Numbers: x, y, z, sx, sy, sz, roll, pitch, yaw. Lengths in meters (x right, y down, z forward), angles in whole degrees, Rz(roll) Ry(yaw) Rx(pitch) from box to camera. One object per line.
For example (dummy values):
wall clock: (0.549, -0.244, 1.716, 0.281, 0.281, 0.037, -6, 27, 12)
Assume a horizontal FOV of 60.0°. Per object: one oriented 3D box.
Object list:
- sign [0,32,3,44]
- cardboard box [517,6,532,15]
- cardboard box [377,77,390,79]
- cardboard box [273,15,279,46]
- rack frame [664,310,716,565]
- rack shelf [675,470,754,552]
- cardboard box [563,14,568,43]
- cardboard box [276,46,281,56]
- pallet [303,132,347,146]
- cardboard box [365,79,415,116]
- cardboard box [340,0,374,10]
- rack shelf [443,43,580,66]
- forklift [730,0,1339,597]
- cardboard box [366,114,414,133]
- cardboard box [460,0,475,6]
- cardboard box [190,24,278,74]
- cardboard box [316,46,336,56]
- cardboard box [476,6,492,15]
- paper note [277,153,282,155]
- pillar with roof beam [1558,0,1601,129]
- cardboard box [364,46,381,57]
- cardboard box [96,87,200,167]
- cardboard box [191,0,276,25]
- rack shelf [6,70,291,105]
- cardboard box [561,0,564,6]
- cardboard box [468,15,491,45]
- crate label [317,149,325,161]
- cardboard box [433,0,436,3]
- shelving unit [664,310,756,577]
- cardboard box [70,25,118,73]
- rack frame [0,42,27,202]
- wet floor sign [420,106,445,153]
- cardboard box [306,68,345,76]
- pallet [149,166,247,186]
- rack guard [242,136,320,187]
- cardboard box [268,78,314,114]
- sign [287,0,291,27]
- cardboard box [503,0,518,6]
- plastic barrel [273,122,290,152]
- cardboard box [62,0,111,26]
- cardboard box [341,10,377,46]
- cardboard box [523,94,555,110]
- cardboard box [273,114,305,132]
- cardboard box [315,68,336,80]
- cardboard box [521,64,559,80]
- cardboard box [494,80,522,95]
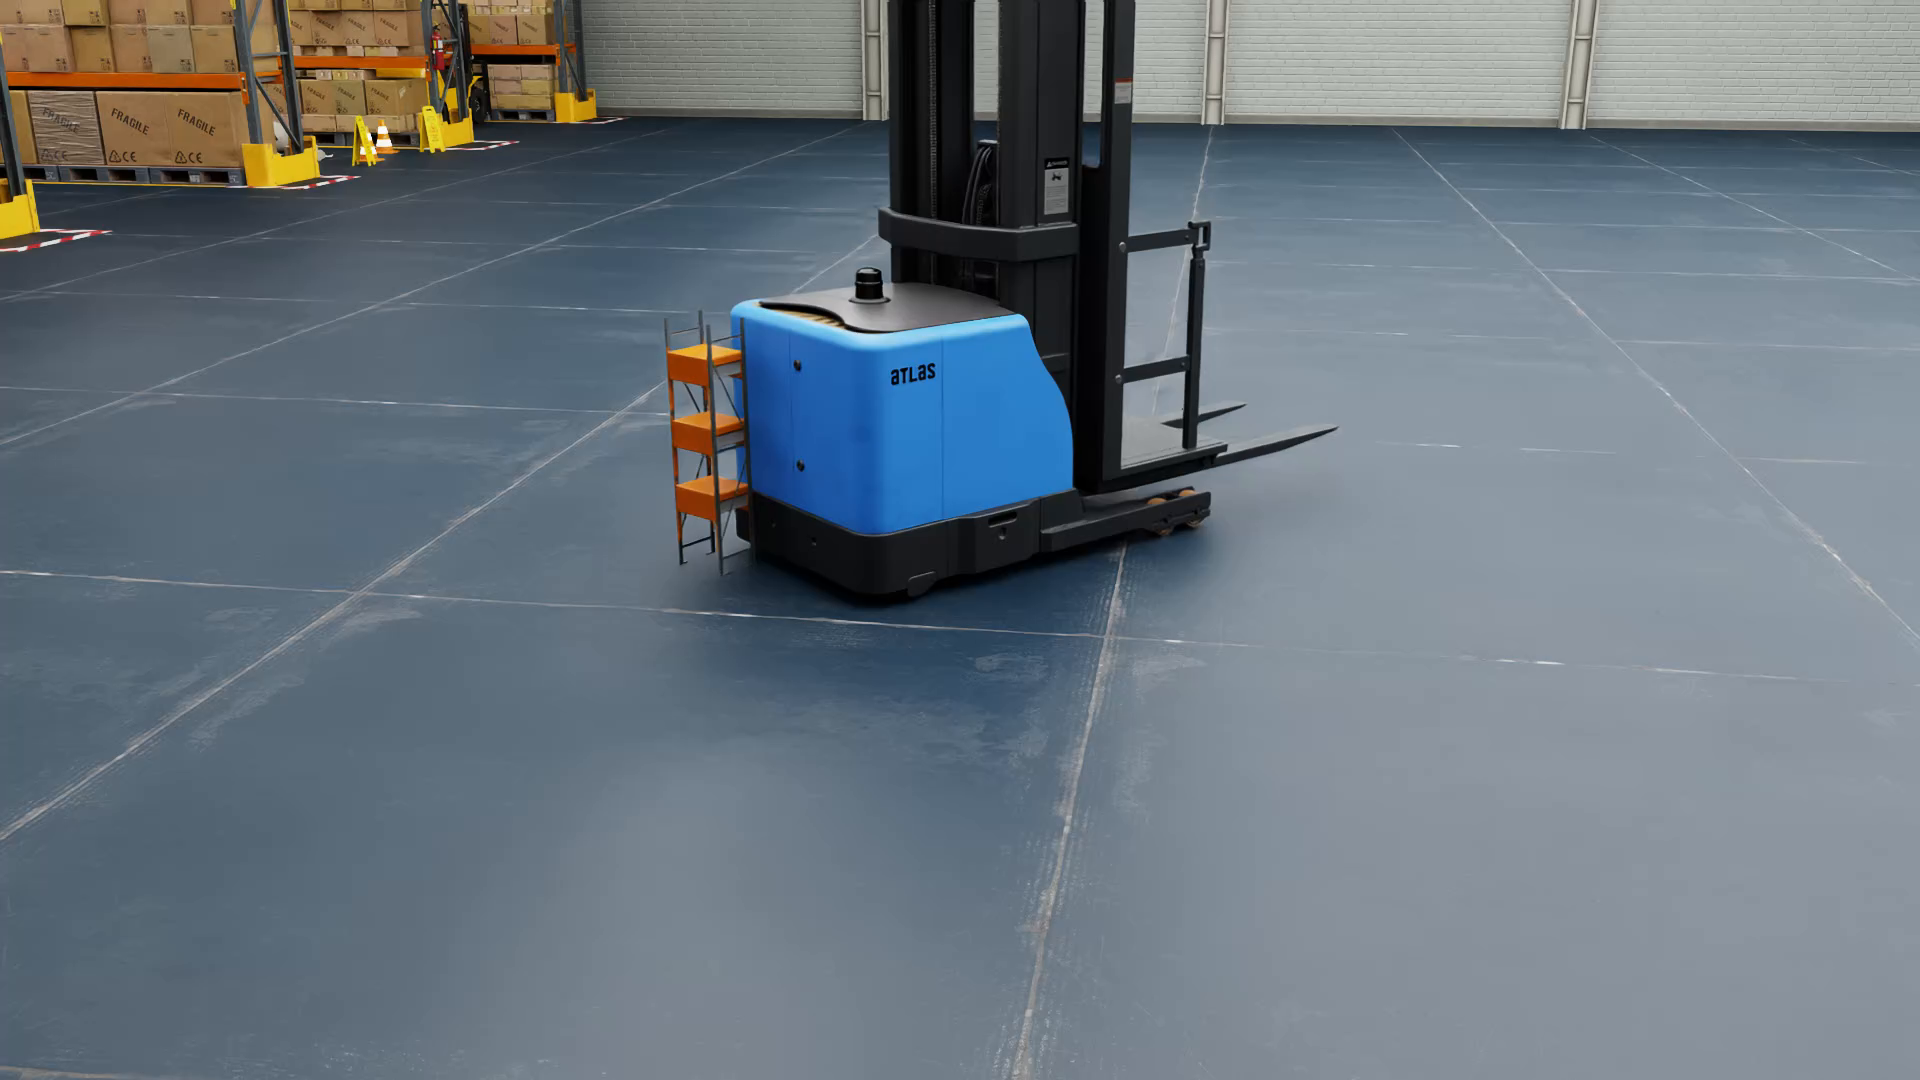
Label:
sign: (-9.169, -4.884, 15.809, 0.005, 0.325, 0.100, 3, 19, 9)
cardboard box: (-7.543, -9.252, 29.047, 0.250, 0.149, 0.380, 3, 19, 10)
cardboard box: (-8.976, -6.812, 25.426, 0.500, 0.500, 0.500, 2, 19, 7)
cardboard box: (-10.249, -7.641, 24.787, 0.500, 0.500, 0.500, 3, 19, 8)
rack frame: (-1.117, -0.419, 6.899, 0.008, 1.050, 0.200, 14, 24, 37)
rack shelf: (-1.021, -0.122, 6.919, 0.240, 0.259, 0.215, 14, 24, 37)
cardboard box: (-7.345, -9.123, 29.684, 0.500, 0.500, 0.500, 4, 19, 10)
cardboard box: (-10.111, -7.307, 24.810, 0.250, 0.149, 0.380, 3, 19, 9)
pallet: (-9.756, -6.204, 25.512, 1.213, 0.211, 1.003, 3, 19, 9)
cardboard box: (-8.516, -6.618, 24.844, 0.500, 0.500, 0.500, 3, 19, 9)
cardboard box: (-8.721, -8.056, 24.451, 0.500, 0.500, 0.700, 3, 19, 9)
rack shelf: (-8.874, -8.723, 29.780, 4.000, 0.370, 1.077, 3, 19, 9)
forklift: (0.503, -1.527, 7.247, 3.031, 2.935, 1.130, -14, 23, -37)
cardboard box: (-8.548, -6.261, 24.960, 0.500, 0.250, 0.500, 3, 19, 8)
cardboard box: (-8.563, -9.445, 29.154, 0.250, 0.149, 0.380, 3, 19, 10)
cardboard box: (-8.742, -5.928, 20.057, 0.550, 0.550, 0.875, 3, 19, 9)
cardboard box: (-9.360, -7.283, 24.740, 0.250, 0.149, 0.380, 3, 19, 8)
cardboard box: (-8.304, -9.299, 29.187, 0.250, 0.149, 0.380, 2, 19, 7)
paper note: (-9.747, -5.509, 23.737, 0.142, 0.019, 0.148, 10, 21, 27)
pillar with roof beam: (9.645, -9.871, 22.624, 0.400, 9.000, 9.100, 3, 19, 9)
cardboard box: (-8.604, -7.239, 24.606, 0.250, 0.149, 0.380, 3, 19, 8)
cardboard box: (-9.918, -5.101, 20.508, 0.875, 0.875, 0.875, 3, 19, 8)
cardboard box: (-8.729, -6.467, 19.964, 0.550, 0.550, 0.875, 3, 19, 9)
rack shelf: (-10.343, -5.612, 20.482, 4.000, 0.370, 1.077, 3, 19, 9)
cardboard box: (-7.197, -9.544, 29.450, 0.250, 0.149, 0.380, 3, 19, 8)
cardboard box: (-8.444, -9.008, 29.341, 0.500, 0.500, 0.500, 3, 19, 8)
crate label: (-8.939, -5.324, 22.998, 0.298, 0.136, 0.250, -7, 20, -20)
cardboard box: (-9.297, -9.512, 29.356, 0.250, 0.149, 0.380, 3, 19, 8)
shelving unit: (-1.022, -0.395, 6.826, 0.252, 1.050, 0.215, 14, 24, 37)
cardboard box: (-10.351, -6.030, 20.362, 0.500, 0.550, 0.875, 3, 19, 9)
rack frame: (-9.255, -4.304, 15.438, 0.127, 3.000, 1.000, 3, 19, 9)
wet floor sign: (-7.665, -5.947, 24.060, 0.232, 0.644, 0.267, 10, 21, 27)
cardboard box: (-11.366, -8.261, 30.345, 0.625, 0.625, 0.875, 4, 19, 11)
pallet: (-9.170, -4.546, 20.557, 1.213, 0.211, 1.003, 3, 19, 9)
rack guard: (-8.345, -4.666, 20.460, 0.348, 0.500, 1.175, 3, 19, 9)
cardboard box: (-10.051, -6.696, 25.079, 0.500, 0.500, 0.500, 4, 19, 12)
sign: (-8.275, -6.474, 20.436, 0.005, 0.325, 0.100, 3, 19, 9)
cardboard box: (-7.798, -9.419, 29.078, 0.250, 0.149, 0.380, 3, 19, 10)
plastic barrel: (-9.963, -5.816, 24.019, 0.512, 0.421, 0.421, -15, 24, -38)
cardboard box: (-10.362, -6.522, 20.130, 0.500, 0.550, 0.875, 3, 19, 9)
cardboard box: (-8.756, -7.565, 24.557, 0.500, 0.500, 0.500, 3, 19, 9)
cardboard box: (-7.414, -7.784, 29.510, 0.500, 0.250, 0.500, 3, 19, 9)
cardboard box: (-10.040, -6.341, 25.200, 0.500, 0.250, 0.500, 3, 19, 8)
cardboard box: (-9.396, -6.950, 24.816, 0.250, 0.149, 0.380, 4, 19, 11)
cardboard box: (-7.404, -8.258, 29.354, 0.500, 0.250, 0.500, 4, 19, 10)
cardboard box: (-7.923, -8.051, 29.522, 0.500, 0.250, 0.500, 3, 19, 8)
